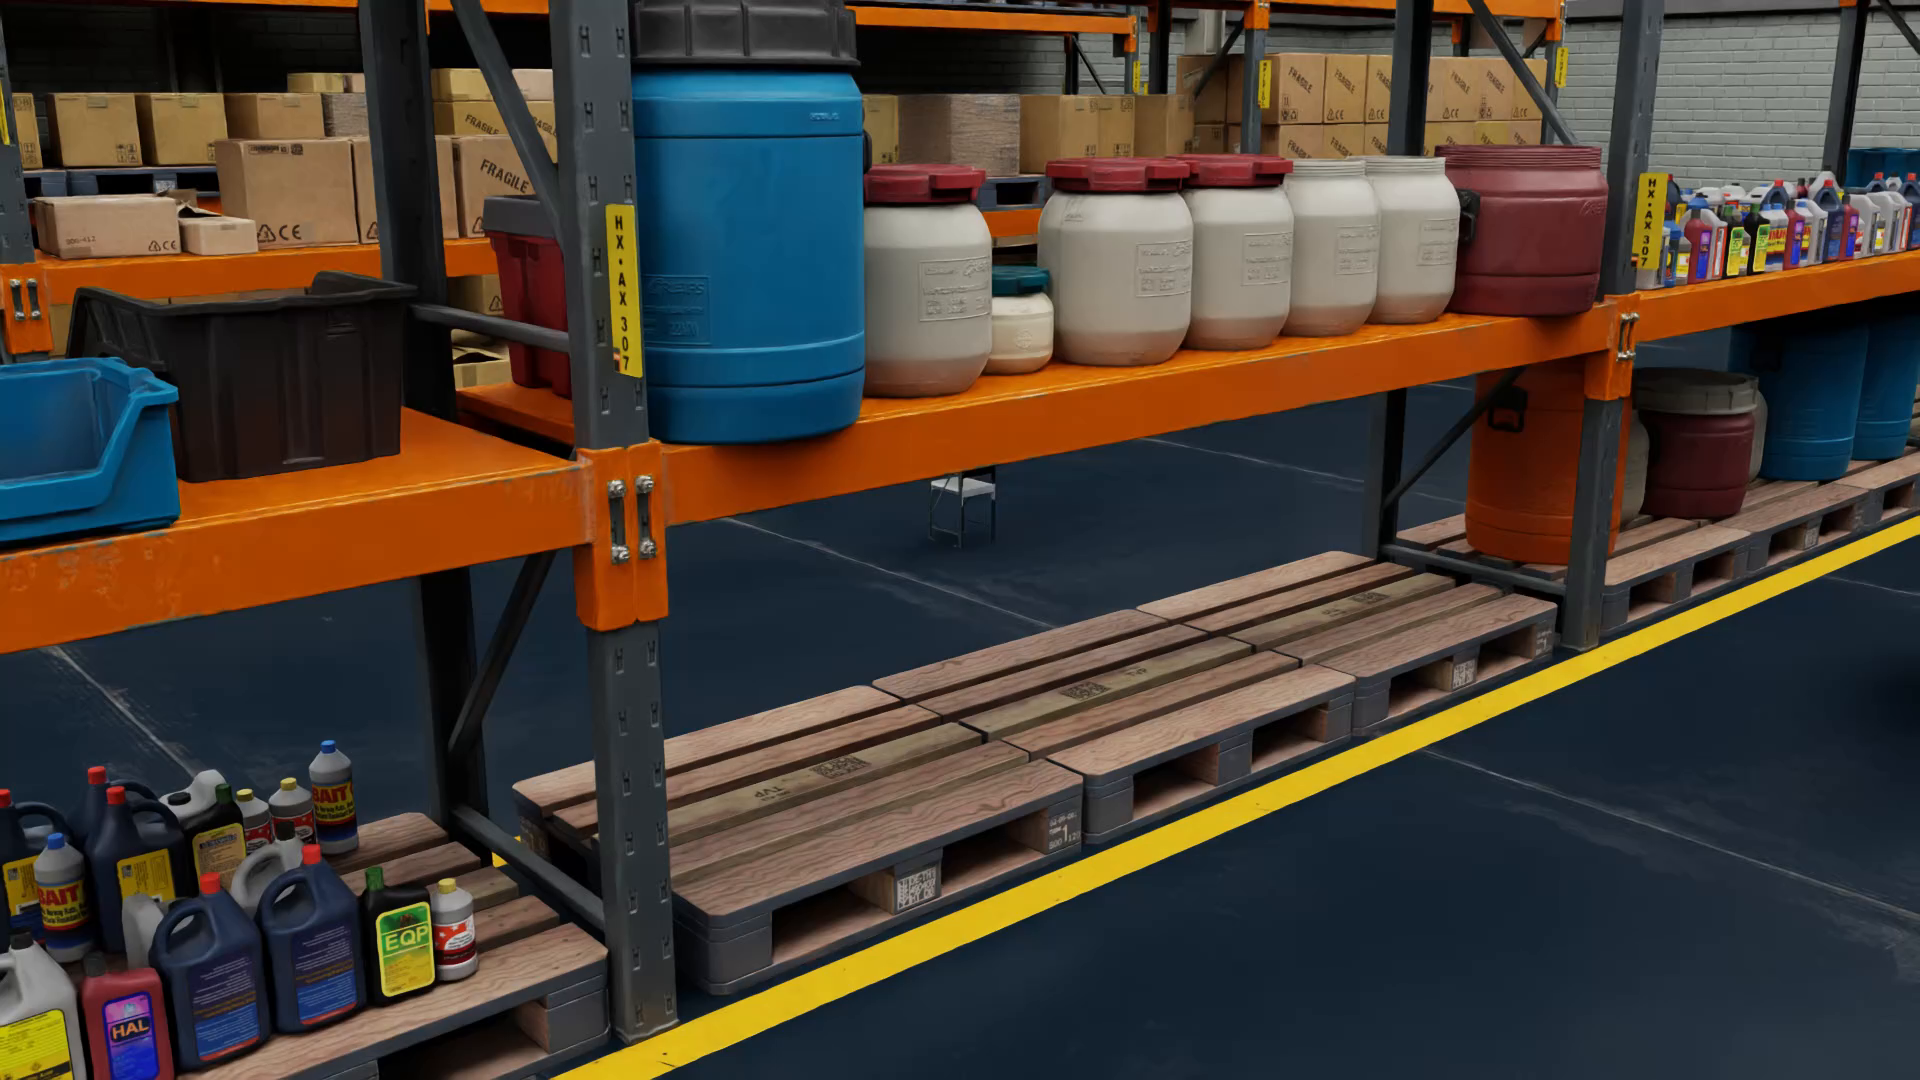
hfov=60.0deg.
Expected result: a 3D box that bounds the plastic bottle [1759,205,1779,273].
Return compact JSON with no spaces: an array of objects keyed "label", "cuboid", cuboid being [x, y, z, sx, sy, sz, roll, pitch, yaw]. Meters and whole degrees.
[{"label":"plastic bottle","cuboid":[3.287,-1.234,6.807,0.097,0.271,0.097,0,15,0]}]

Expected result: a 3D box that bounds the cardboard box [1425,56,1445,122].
[{"label":"cardboard box","cuboid":[3.495,-3.593,13.256,0.500,0.500,0.500,-12,19,-38]}]

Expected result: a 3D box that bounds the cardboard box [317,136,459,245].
[{"label":"cardboard box","cuboid":[-2.881,-1.768,8.363,0.500,0.500,0.500,-13,19,-39]}]

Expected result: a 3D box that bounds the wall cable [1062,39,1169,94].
[{"label":"wall cable","cuboid":[1.896,-5.307,19.838,1.851,1.984,0.084,-13,19,-39]}]

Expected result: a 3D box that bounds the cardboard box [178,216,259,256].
[{"label":"cardboard box","cuboid":[-3.444,-1.408,7.695,0.250,0.149,0.380,-13,19,-39]}]

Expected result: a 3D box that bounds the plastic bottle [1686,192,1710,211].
[{"label":"plastic bottle","cuboid":[3.407,-1.471,7.695,0.097,0.271,0.097,0,15,0]}]

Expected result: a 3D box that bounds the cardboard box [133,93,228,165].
[{"label":"cardboard box","cuboid":[-5.757,-3.024,12.213,0.500,0.500,0.700,-13,19,-39]}]

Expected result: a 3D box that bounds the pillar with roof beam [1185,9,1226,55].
[{"label":"pillar with roof beam","cuboid":[5.846,-7.102,16.899,0.400,9.000,9.100,-13,19,-39]}]

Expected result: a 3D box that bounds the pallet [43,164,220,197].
[{"label":"pallet","cuboid":[-5.950,-2.624,12.134,1.213,0.211,1.003,-13,19,-39]}]

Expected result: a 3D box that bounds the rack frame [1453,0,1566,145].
[{"label":"rack frame","cuboid":[4.806,-3.452,14.860,0.127,3.000,1.000,-13,19,-39]}]

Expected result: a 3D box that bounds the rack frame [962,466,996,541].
[{"label":"rack frame","cuboid":[0.083,-0.453,7.703,0.006,0.900,0.240,-13,20,-39]}]

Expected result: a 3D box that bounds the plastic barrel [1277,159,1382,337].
[{"label":"plastic barrel","cuboid":[1.066,-0.898,5.084,0.421,0.512,0.421,0,15,0]}]

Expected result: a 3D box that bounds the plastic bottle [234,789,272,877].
[{"label":"plastic bottle","cuboid":[-1.680,0.689,3.930,0.097,0.201,0.097,0,15,0]}]

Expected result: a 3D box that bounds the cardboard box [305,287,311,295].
[{"label":"cardboard box","cuboid":[-4.993,-1.933,13.165,0.500,0.500,0.700,-12,19,-39]}]

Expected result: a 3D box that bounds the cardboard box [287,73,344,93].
[{"label":"cardboard box","cuboid":[-4.957,-3.513,12.785,0.380,0.149,0.250,12,19,38]}]

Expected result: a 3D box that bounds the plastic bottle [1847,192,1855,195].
[{"label":"plastic bottle","cuboid":[4.099,-1.468,7.684,0.097,0.271,0.097,0,15,0]}]

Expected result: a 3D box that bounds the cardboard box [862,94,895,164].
[{"label":"cardboard box","cuboid":[-0.828,-2.476,10.201,0.700,0.500,0.500,8,17,28]}]

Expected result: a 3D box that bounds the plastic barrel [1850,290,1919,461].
[{"label":"plastic barrel","cuboid":[4.616,-0.909,8.595,0.708,0.901,0.600,-13,19,-39]}]

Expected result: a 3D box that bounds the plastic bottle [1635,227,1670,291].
[{"label":"plastic bottle","cuboid":[2.558,-1.082,6.229,0.135,0.276,0.152,-13,19,-39]}]

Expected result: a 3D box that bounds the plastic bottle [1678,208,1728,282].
[{"label":"plastic bottle","cuboid":[2.907,-1.160,6.522,0.135,0.276,0.152,-13,19,-39]}]

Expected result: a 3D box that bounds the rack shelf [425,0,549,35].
[{"label":"rack shelf","cuboid":[-2.975,-4.501,14.368,4.000,0.370,1.077,-13,19,-39]}]

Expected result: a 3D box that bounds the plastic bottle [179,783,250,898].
[{"label":"plastic bottle","cuboid":[-1.682,0.695,3.746,0.133,0.283,0.061,-13,19,-39]}]

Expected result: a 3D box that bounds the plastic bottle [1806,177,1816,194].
[{"label":"plastic bottle","cuboid":[4.480,-1.774,8.804,0.133,0.283,0.061,-13,19,-39]}]

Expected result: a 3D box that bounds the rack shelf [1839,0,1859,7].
[{"label":"rack shelf","cuboid":[3.528,-2.572,7.148,4.000,0.370,1.077,-13,19,-39]}]

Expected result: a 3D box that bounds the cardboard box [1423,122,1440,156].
[{"label":"cardboard box","cuboid":[3.497,-3.114,13.401,0.500,0.500,0.500,-13,20,-40]}]

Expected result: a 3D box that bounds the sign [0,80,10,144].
[{"label":"sign","cuboid":[-3.881,-1.768,6.724,0.005,0.325,0.100,-13,19,-39]}]

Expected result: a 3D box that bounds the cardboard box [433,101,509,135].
[{"label":"cardboard box","cuboid":[-3.949,-3.294,13.462,0.500,0.500,0.500,-12,19,-38]}]

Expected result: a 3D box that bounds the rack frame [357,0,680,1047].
[{"label":"rack frame","cuboid":[-0.998,-0.454,3.637,0.127,3.000,1.000,-13,19,-39]}]

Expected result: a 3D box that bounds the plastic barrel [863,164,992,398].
[{"label":"plastic barrel","cuboid":[-0.132,-0.639,4.066,0.433,0.535,0.433,0,15,0]}]

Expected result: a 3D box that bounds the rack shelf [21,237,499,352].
[{"label":"rack shelf","cuboid":[-2.738,-1.410,8.611,4.000,0.370,1.077,-13,19,-39]}]

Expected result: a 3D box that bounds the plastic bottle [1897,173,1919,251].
[{"label":"plastic bottle","cuboid":[4.419,-1.535,7.778,0.185,0.351,0.144,-13,19,-39]}]

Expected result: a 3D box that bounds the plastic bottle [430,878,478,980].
[{"label":"plastic bottle","cuboid":[-1.067,0.808,3.484,0.097,0.201,0.097,0,15,0]}]

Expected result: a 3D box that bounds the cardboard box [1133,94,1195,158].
[{"label":"cardboard box","cuboid":[1.284,-2.989,12.119,0.700,0.500,0.500,8,17,28]}]

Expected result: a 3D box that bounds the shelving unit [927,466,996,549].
[{"label":"shelving unit","cuboid":[0.006,-0.436,7.639,0.210,0.900,0.258,-13,20,-39]}]

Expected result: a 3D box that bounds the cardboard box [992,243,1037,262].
[{"label":"cardboard box","cuboid":[0.509,-1.937,11.729,0.500,0.250,0.500,-13,19,-39]}]

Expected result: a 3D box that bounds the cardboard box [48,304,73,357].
[{"label":"cardboard box","cuboid":[-6.600,-1.613,11.966,0.500,0.500,0.700,-13,20,-40]}]

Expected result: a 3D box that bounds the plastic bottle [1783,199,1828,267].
[{"label":"plastic bottle","cuboid":[3.604,-1.317,7.108,0.135,0.276,0.152,-13,19,-39]}]

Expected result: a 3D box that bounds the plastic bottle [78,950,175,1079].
[{"label":"plastic bottle","cuboid":[-1.535,0.879,3.057,0.133,0.283,0.061,-11,19,-36]}]

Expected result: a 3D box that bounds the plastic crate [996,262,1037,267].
[{"label":"plastic crate","cuboid":[0.131,-0.702,4.974,0.662,0.188,0.450,-13,19,-39]}]

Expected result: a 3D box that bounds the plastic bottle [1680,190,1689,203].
[{"label":"plastic bottle","cuboid":[3.385,-1.516,7.862,0.097,0.271,0.097,0,15,0]}]

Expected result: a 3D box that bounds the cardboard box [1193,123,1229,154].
[{"label":"cardboard box","cuboid":[1.997,-2.957,12.814,0.500,0.500,0.500,-12,19,-38]}]

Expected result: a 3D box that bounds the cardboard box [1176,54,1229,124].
[{"label":"cardboard box","cuboid":[2.000,-3.442,12.690,0.500,0.500,0.500,-13,19,-39]}]

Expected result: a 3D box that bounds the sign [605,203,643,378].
[{"label":"sign","cuboid":[-0.645,-0.479,3.193,0.005,0.325,0.100,-13,19,-39]}]

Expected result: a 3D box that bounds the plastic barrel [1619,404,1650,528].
[{"label":"plastic barrel","cuboid":[2.745,-0.332,7.186,0.421,0.512,0.421,0,15,0]}]

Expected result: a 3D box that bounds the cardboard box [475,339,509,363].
[{"label":"cardboard box","cuboid":[-2.233,-0.931,8.850,0.500,0.311,0.500,-13,20,-40]}]

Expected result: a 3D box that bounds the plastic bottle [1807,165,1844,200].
[{"label":"plastic bottle","cuboid":[4.528,-1.782,8.704,0.185,0.351,0.144,-13,19,-39]}]

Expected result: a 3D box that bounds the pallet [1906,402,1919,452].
[{"label":"pallet","cuboid":[5.566,-0.594,9.565,1.213,0.211,1.003,-13,19,-39]}]

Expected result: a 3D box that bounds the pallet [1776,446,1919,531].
[{"label":"pallet","cuboid":[4.428,-0.339,8.611,1.213,0.211,1.003,-13,19,-39]}]

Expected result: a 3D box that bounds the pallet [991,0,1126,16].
[{"label":"pallet","cuboid":[0.999,-5.694,17.614,1.213,0.211,1.003,-13,19,-39]}]

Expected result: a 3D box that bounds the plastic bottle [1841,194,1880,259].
[{"label":"plastic bottle","cuboid":[4.019,-1.410,7.457,0.135,0.276,0.152,-13,19,-39]}]
